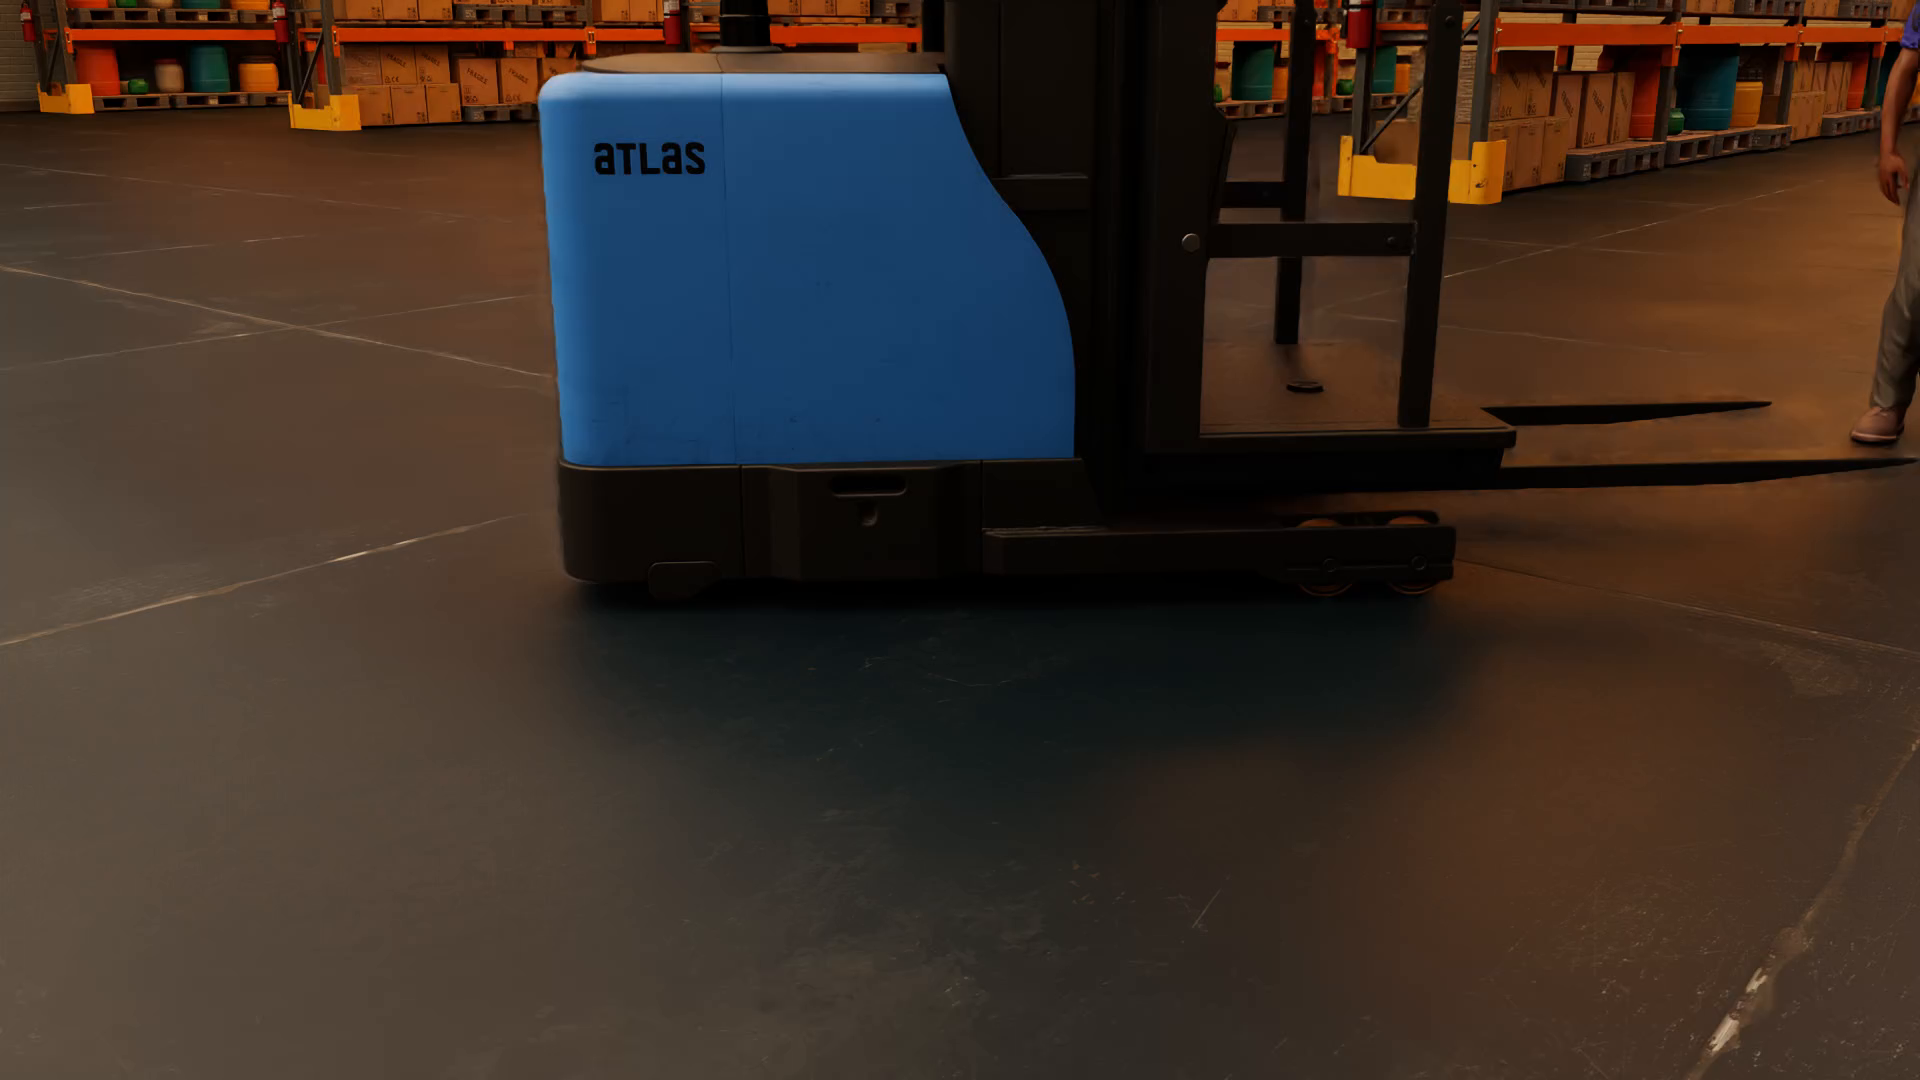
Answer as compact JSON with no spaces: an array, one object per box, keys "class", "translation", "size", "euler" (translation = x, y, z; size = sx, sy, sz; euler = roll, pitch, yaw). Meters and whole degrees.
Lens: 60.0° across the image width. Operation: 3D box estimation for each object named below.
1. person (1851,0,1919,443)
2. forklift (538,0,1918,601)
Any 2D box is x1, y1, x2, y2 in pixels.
[{"class":"person","translation":[2.968,-1.103,4.771],"size":[0.634,1.643,0.449],"euler":[3,17,8]},{"class":"forklift","translation":[0.644,-1.433,3.615],"size":[3.031,2.935,1.130],"euler":[-1,17,-5]}]
